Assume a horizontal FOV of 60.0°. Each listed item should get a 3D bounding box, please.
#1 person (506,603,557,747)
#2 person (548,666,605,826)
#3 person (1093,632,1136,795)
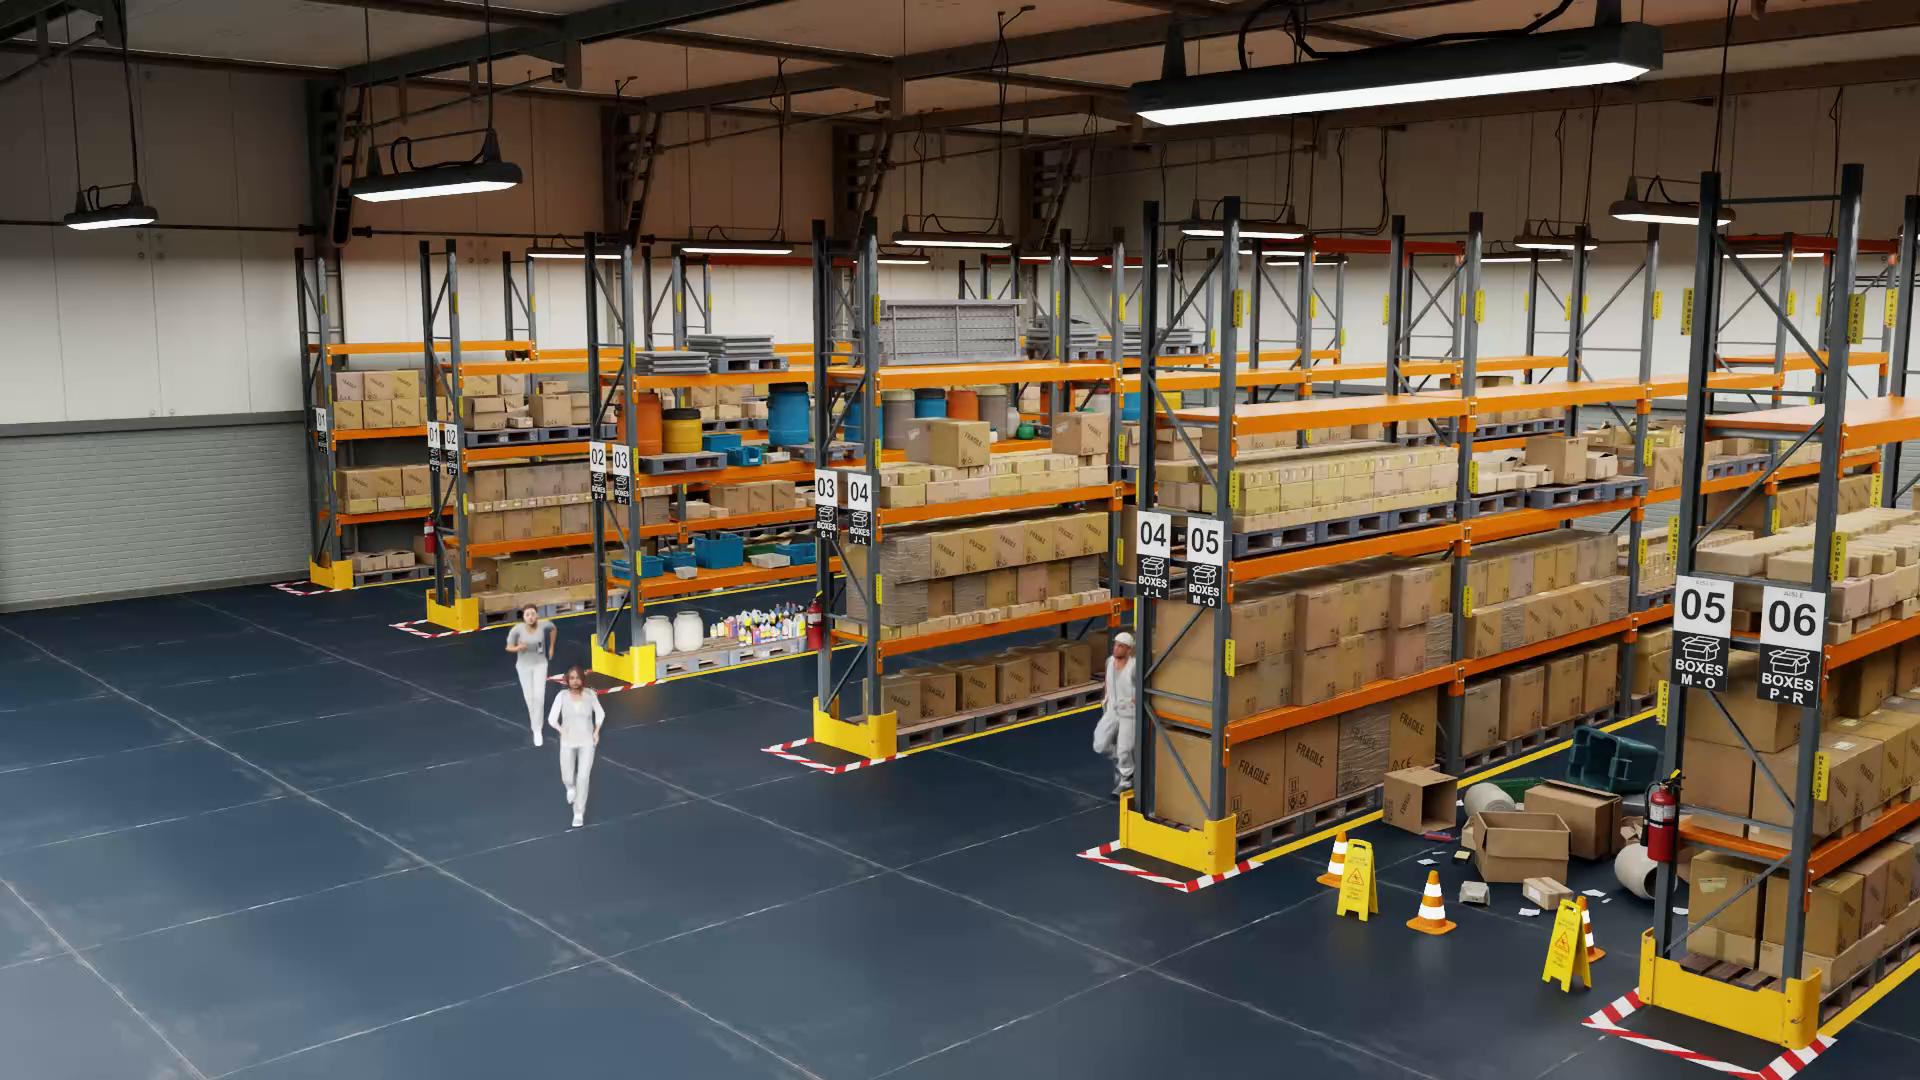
[{"bbox_3d":[-4.997,1.518,19.421,0.540,1.652,0.915,-1,8,-10],"label":"person"},{"bbox_3d":[-3.774,2.014,16.412,0.542,1.540,0.625,-2,9,-14],"label":"person"},{"bbox_3d":[1.651,1.804,17.148,0.663,1.733,0.561,7,11,41],"label":"person"}]
